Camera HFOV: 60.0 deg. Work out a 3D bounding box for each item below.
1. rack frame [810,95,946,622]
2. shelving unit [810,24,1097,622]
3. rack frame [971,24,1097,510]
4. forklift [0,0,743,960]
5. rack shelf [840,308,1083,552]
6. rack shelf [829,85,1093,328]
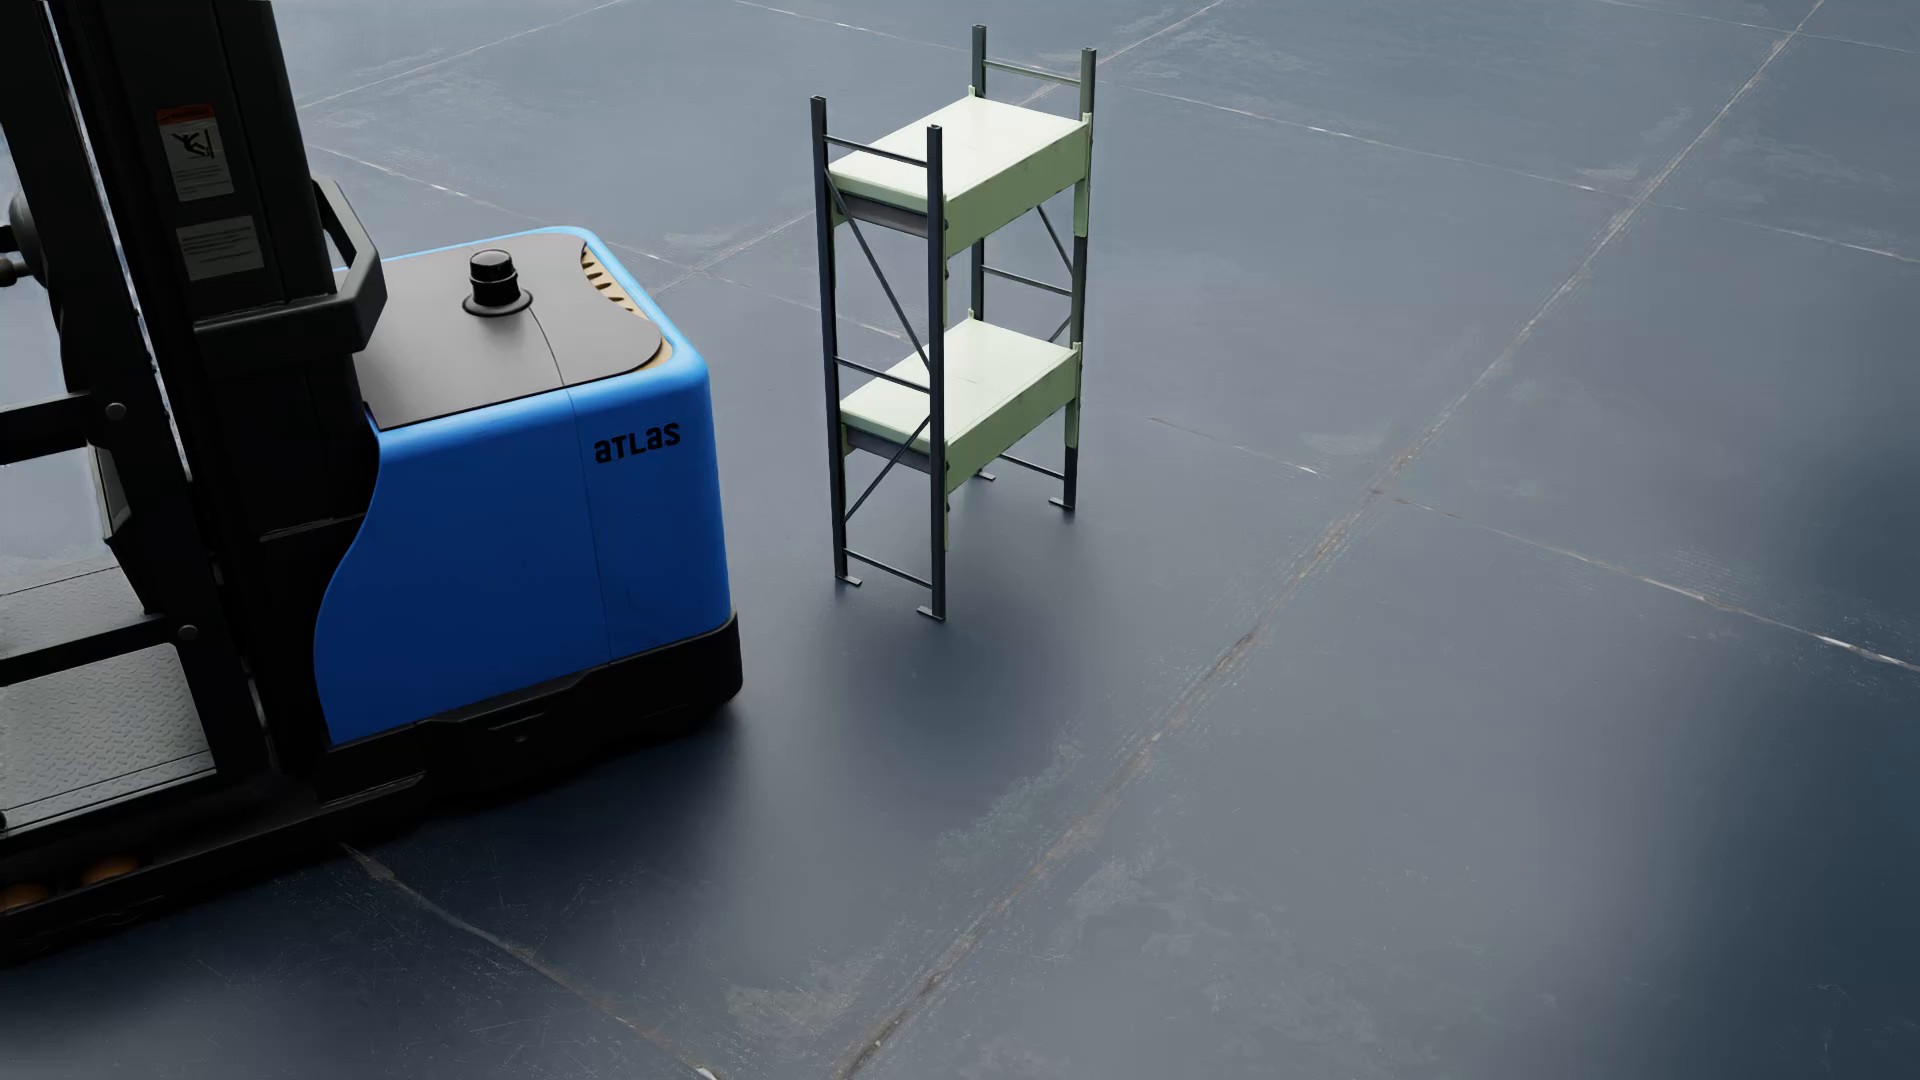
[{"bbox_3d":[-0.212,-0.450,4.576,0.400,1.500,0.023,21,39,28],"label":"rack frame"},{"bbox_3d":[-0.004,-0.618,4.825,0.431,1.500,0.755,21,39,28],"label":"shelving unit"},{"bbox_3d":[0.205,-0.787,5.074,0.400,1.500,0.023,21,39,28],"label":"rack frame"},{"bbox_3d":[-2.138,-0.596,3.515,3.031,2.935,1.130,-17,38,-23],"label":"forklift"},{"bbox_3d":[-0.004,-0.348,5.008,0.431,0.370,0.720,21,39,28],"label":"rack shelf"},{"bbox_3d":[-0.004,-0.941,4.607,0.431,0.370,0.720,21,39,28],"label":"rack shelf"}]
